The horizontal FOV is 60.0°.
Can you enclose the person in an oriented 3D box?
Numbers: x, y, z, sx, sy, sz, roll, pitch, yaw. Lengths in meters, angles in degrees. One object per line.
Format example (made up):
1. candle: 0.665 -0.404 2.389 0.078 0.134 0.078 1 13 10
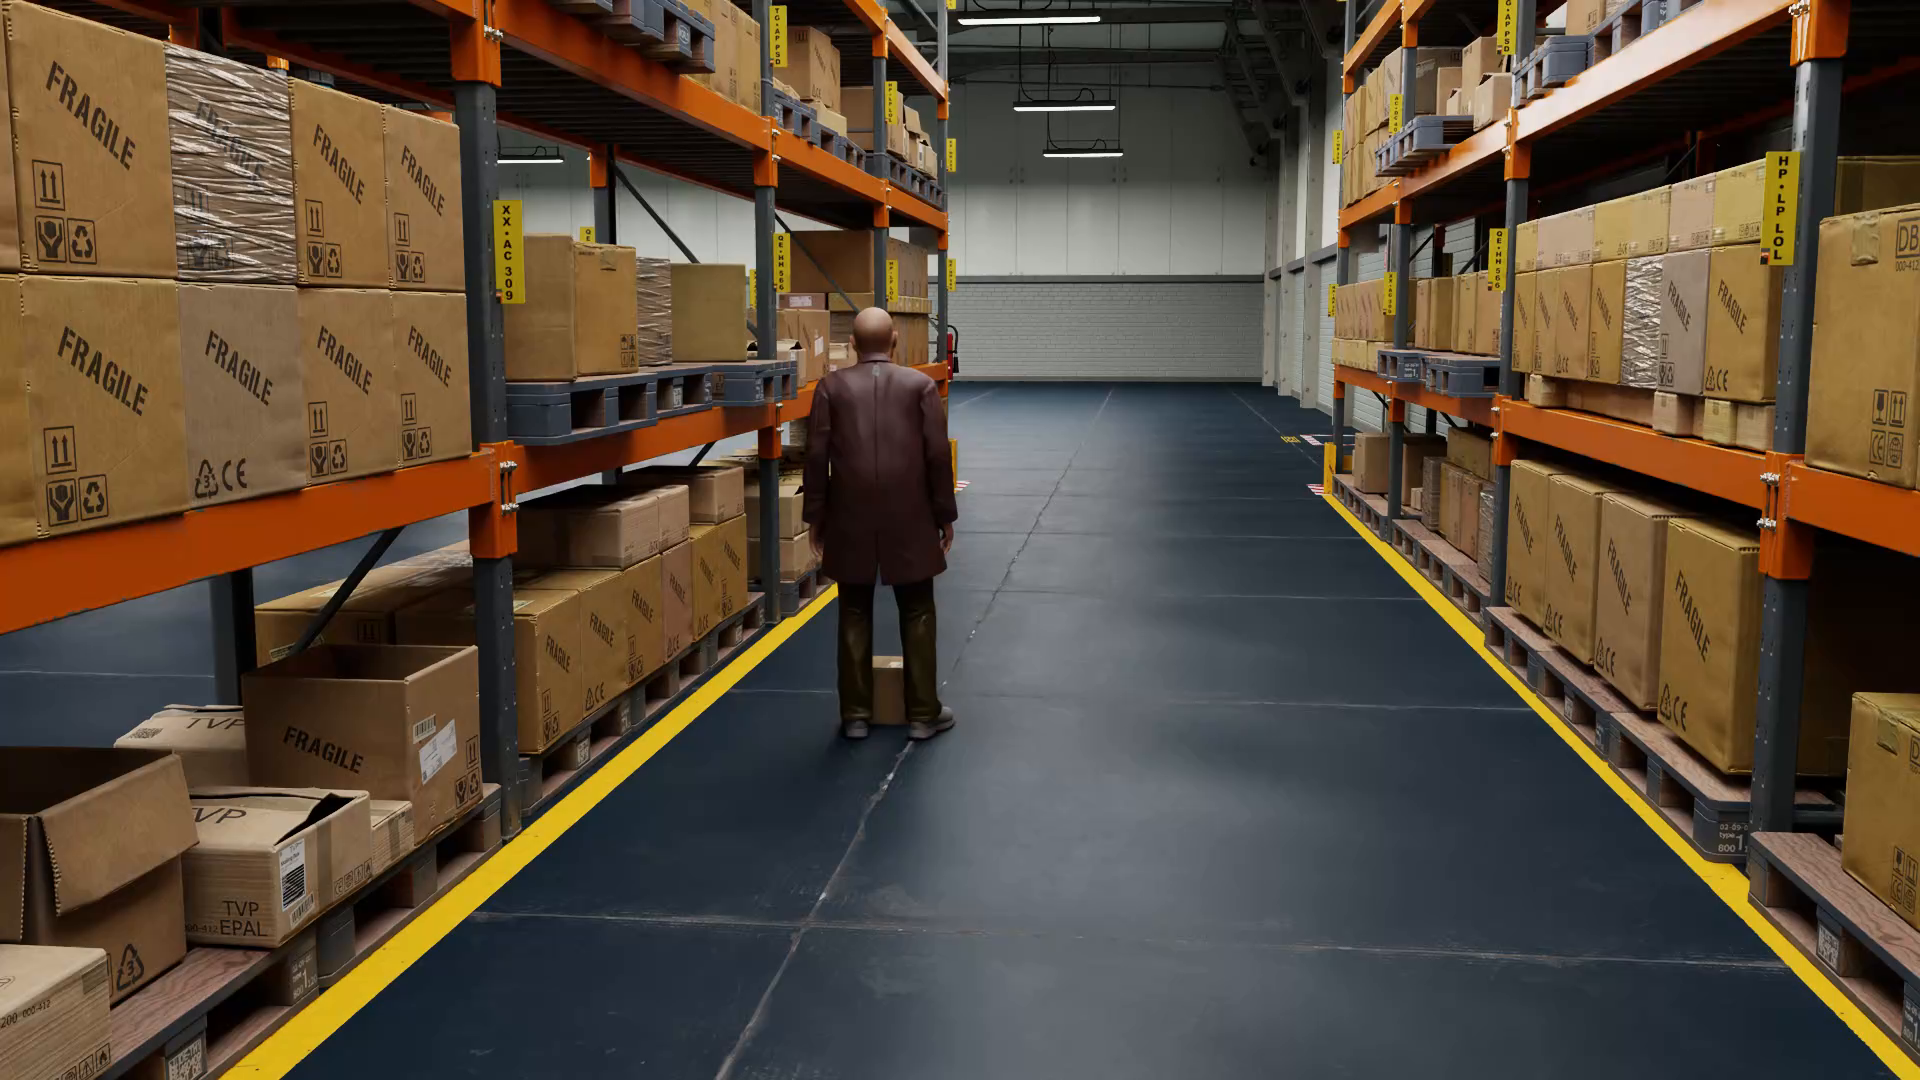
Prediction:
1. person: -0.332 -0.070 6.890 0.648 1.772 0.433 0 7 3
